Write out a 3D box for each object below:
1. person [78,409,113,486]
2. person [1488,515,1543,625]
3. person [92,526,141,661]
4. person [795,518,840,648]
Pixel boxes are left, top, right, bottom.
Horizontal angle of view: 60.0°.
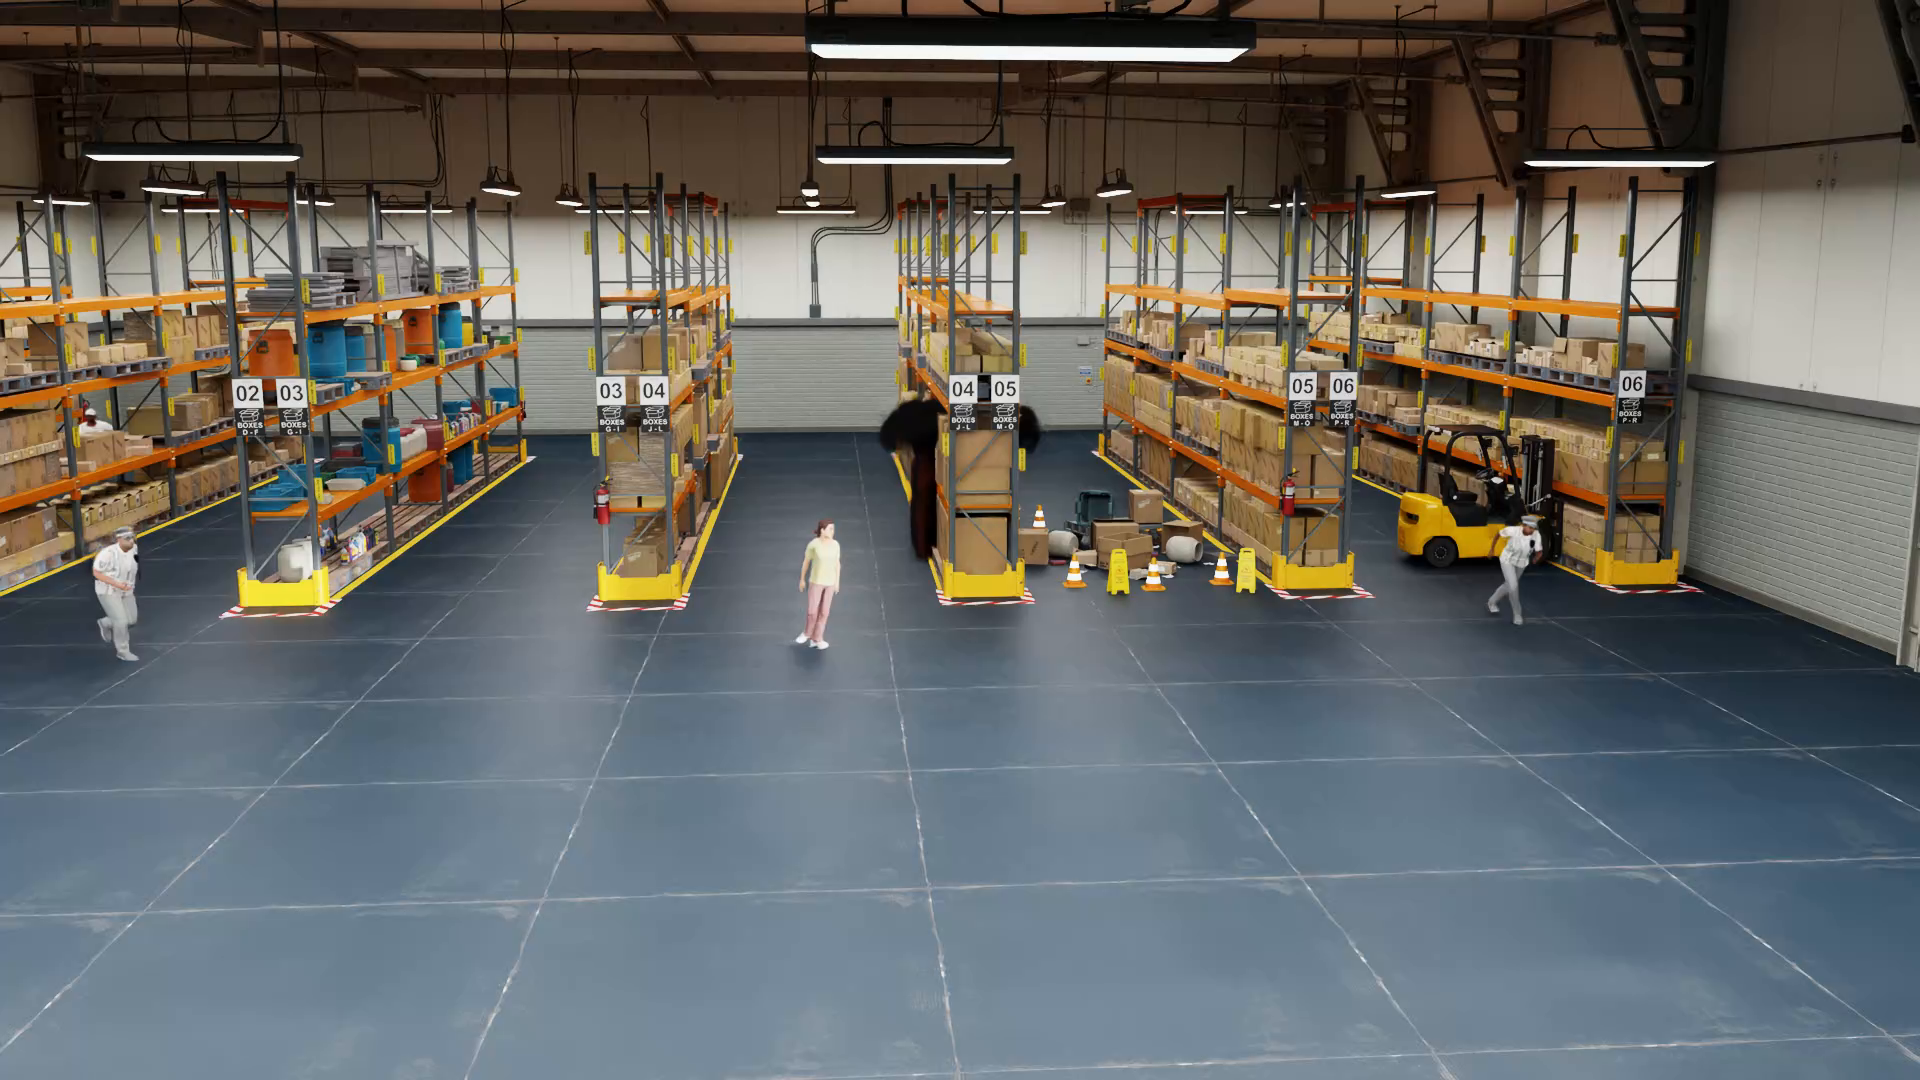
[{"bbox_3d":[-17.458,-1.750,33.567,0.653,1.811,0.833,0,10,-2],"label":"person"},{"bbox_3d":[7.452,0.343,22.394,0.593,1.478,1.067,-1,10,-5],"label":"person"},{"bbox_3d":[-10.315,0.647,20.305,0.764,1.706,0.653,5,11,28],"label":"person"},{"bbox_3d":[-1.772,0.541,20.812,0.578,1.654,0.432,-5,11,-25],"label":"person"}]
